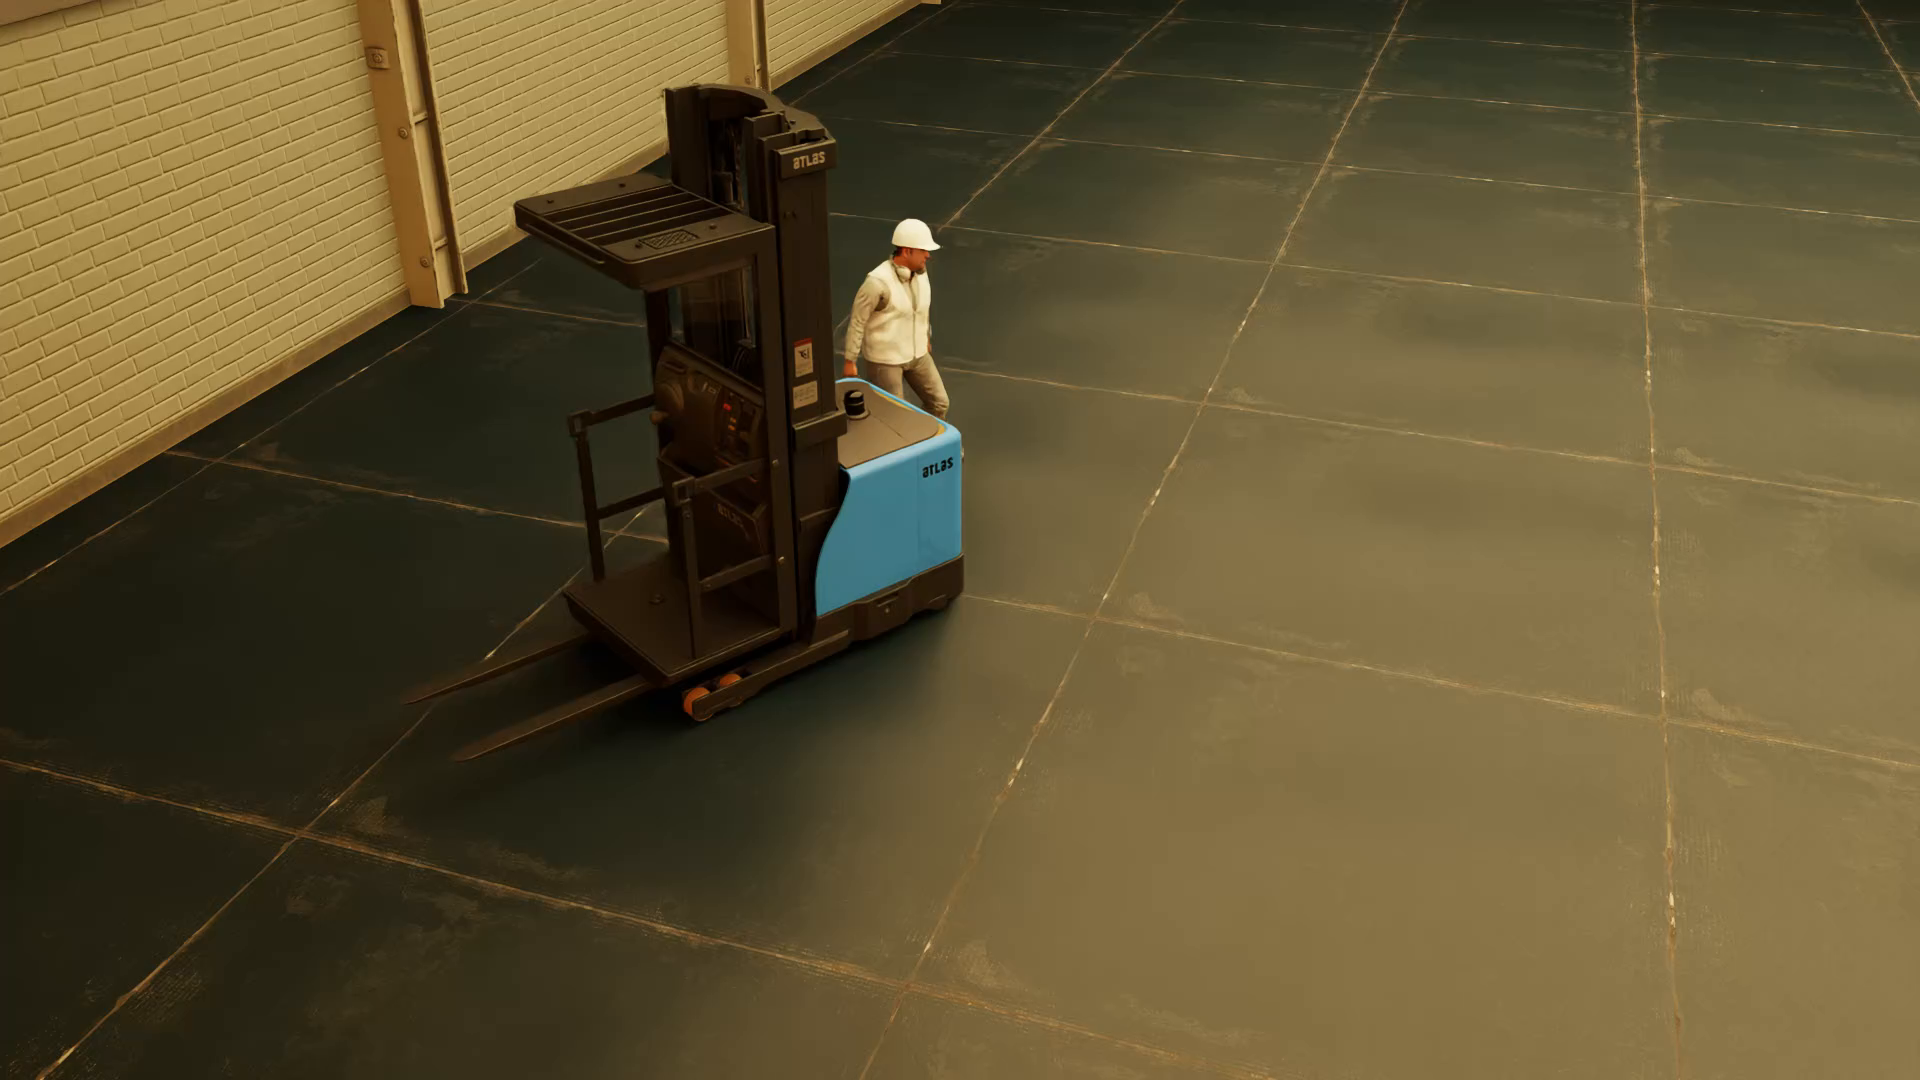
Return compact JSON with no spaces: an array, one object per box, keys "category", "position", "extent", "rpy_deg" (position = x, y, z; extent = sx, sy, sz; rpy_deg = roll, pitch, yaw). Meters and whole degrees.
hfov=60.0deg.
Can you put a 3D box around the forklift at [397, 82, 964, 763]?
[{"category":"forklift","position":[-1.428,-0.646,8.269],"extent":[3.031,2.935,1.130],"rpy_deg":[-23,37,-34]}]

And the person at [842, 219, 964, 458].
[{"category":"person","position":[-0.354,-1.170,10.410],"extent":[0.464,1.745,0.856],"rpy_deg":[24,37,35]}]
